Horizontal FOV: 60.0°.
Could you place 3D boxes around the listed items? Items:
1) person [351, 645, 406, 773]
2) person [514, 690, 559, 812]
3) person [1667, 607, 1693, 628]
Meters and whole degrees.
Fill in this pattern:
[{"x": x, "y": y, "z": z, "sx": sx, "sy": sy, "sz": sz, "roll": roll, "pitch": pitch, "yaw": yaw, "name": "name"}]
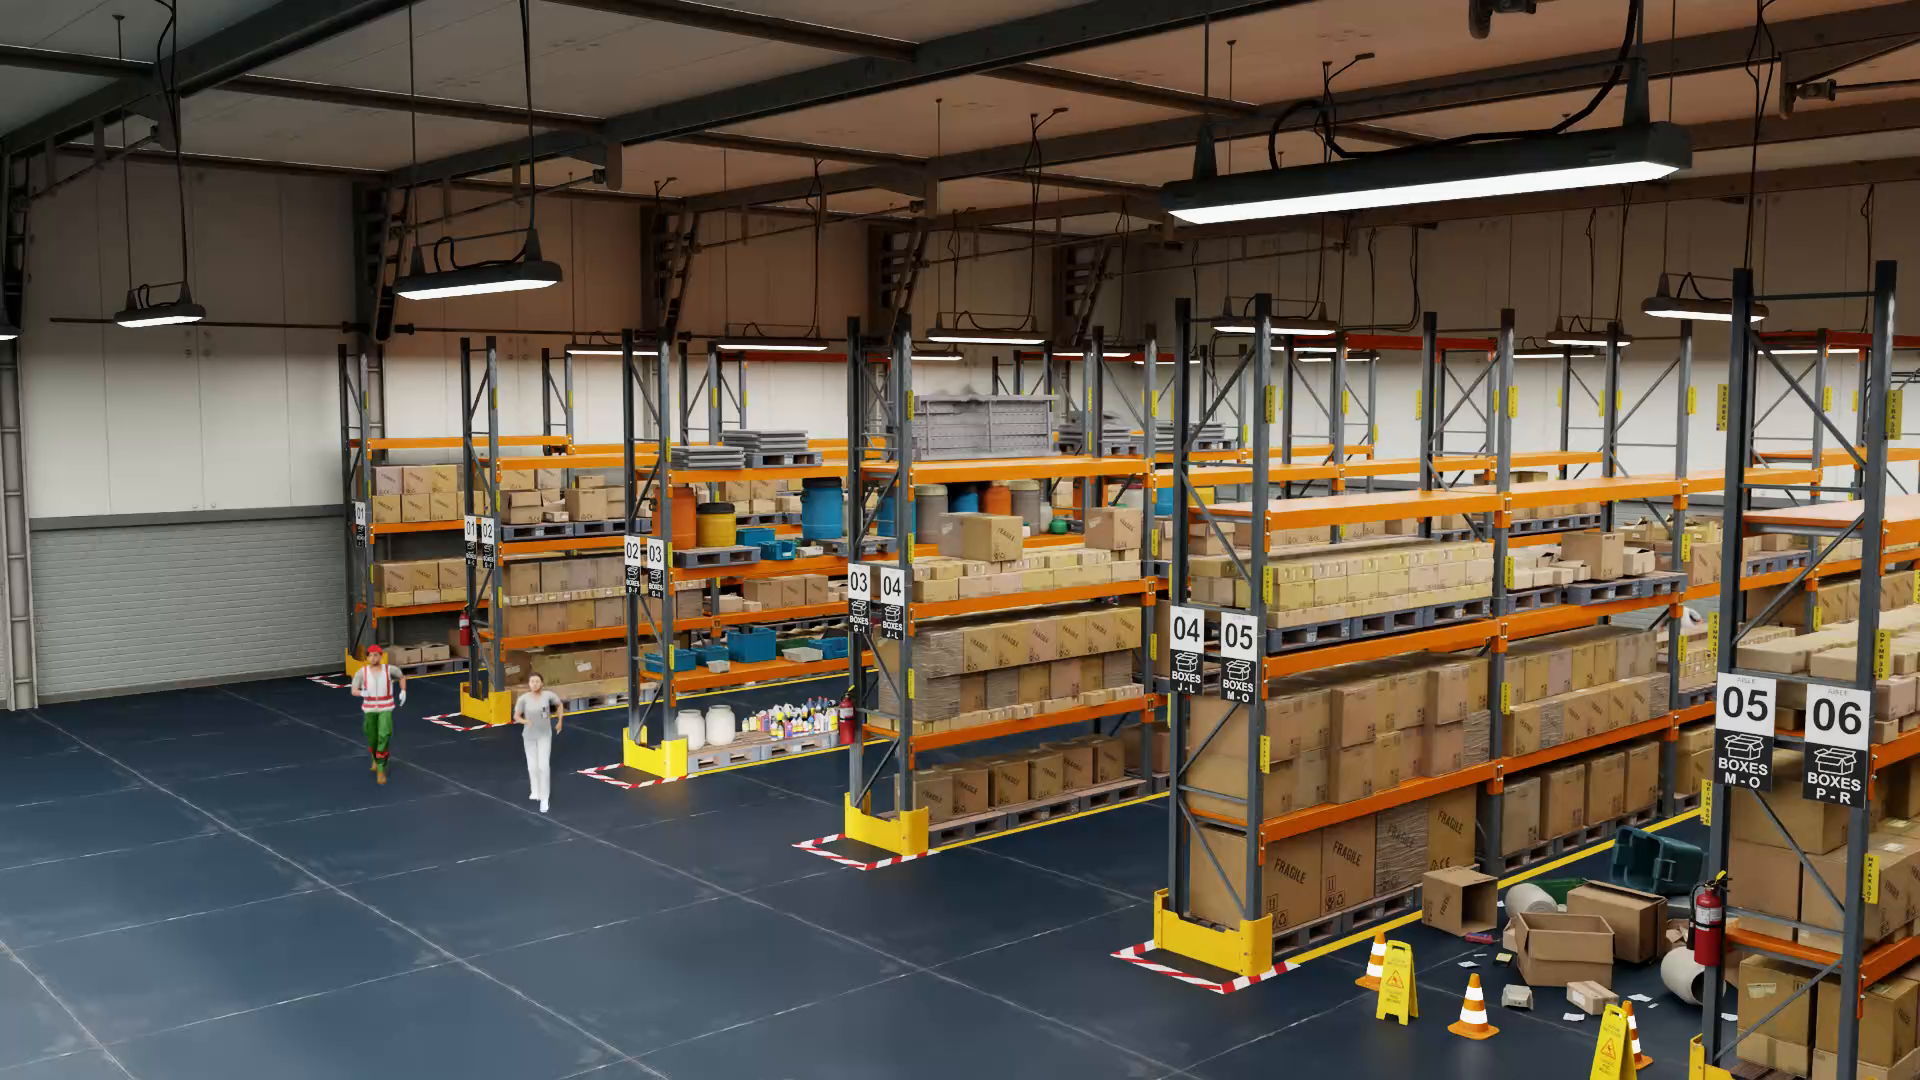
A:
[{"x": -7.746, "y": 2.231, "z": 22.153, "sx": 0.668, "sy": 1.684, "sz": 0.835, "roll": -1, "pitch": 5, "yaw": -12, "name": "person"}, {"x": -5.257, "y": 2.607, "z": 20.717, "sx": 0.534, "sy": 1.487, "sz": 0.701, "roll": -1, "pitch": 5, "yaw": -9, "name": "person"}, {"x": 12.417, "y": 1.849, "z": 28.546, "sx": 0.706, "sy": 1.423, "sz": 0.626, "roll": 1, "pitch": 5, "yaw": 16, "name": "person"}]
